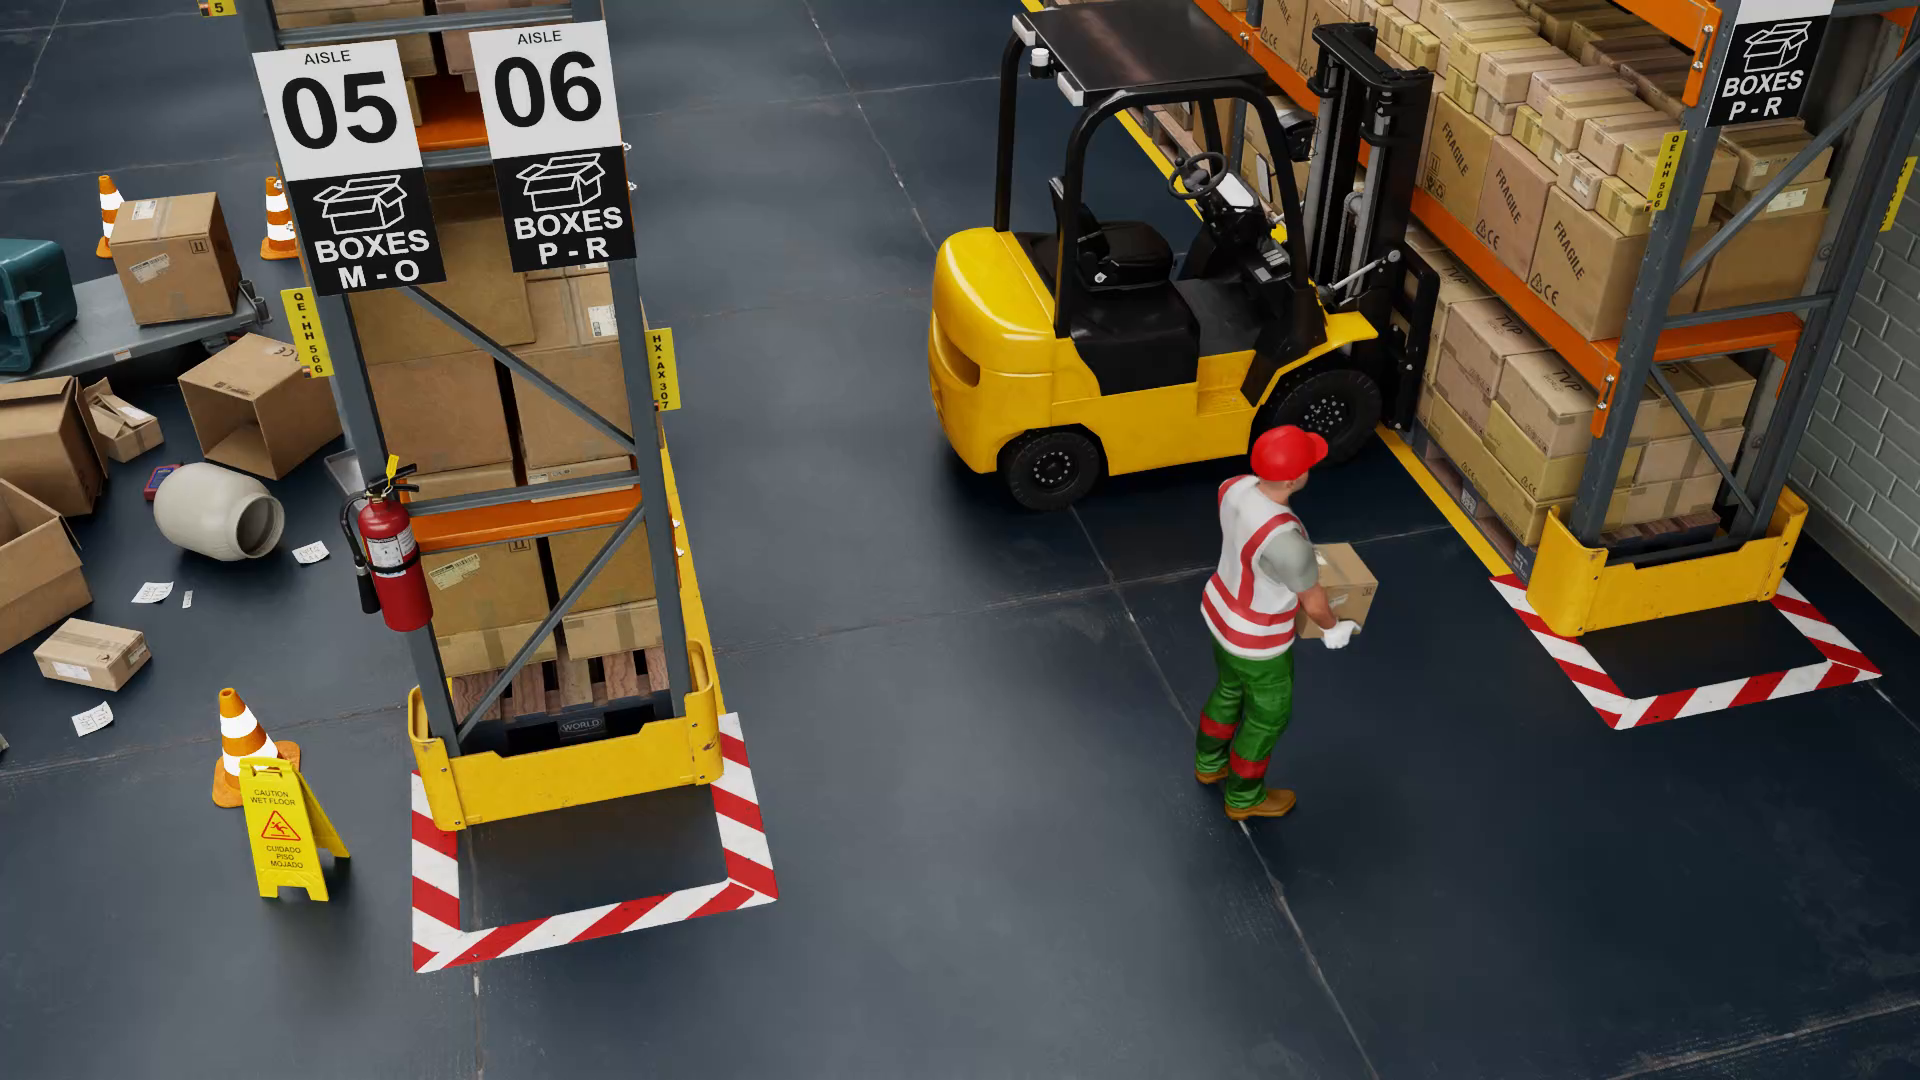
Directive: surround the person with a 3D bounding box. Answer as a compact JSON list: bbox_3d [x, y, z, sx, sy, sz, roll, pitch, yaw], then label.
[{"bbox_3d":[1.196,0.309,6.300,0.559,1.784,0.495,-10,39,-13],"label":"person"}]
